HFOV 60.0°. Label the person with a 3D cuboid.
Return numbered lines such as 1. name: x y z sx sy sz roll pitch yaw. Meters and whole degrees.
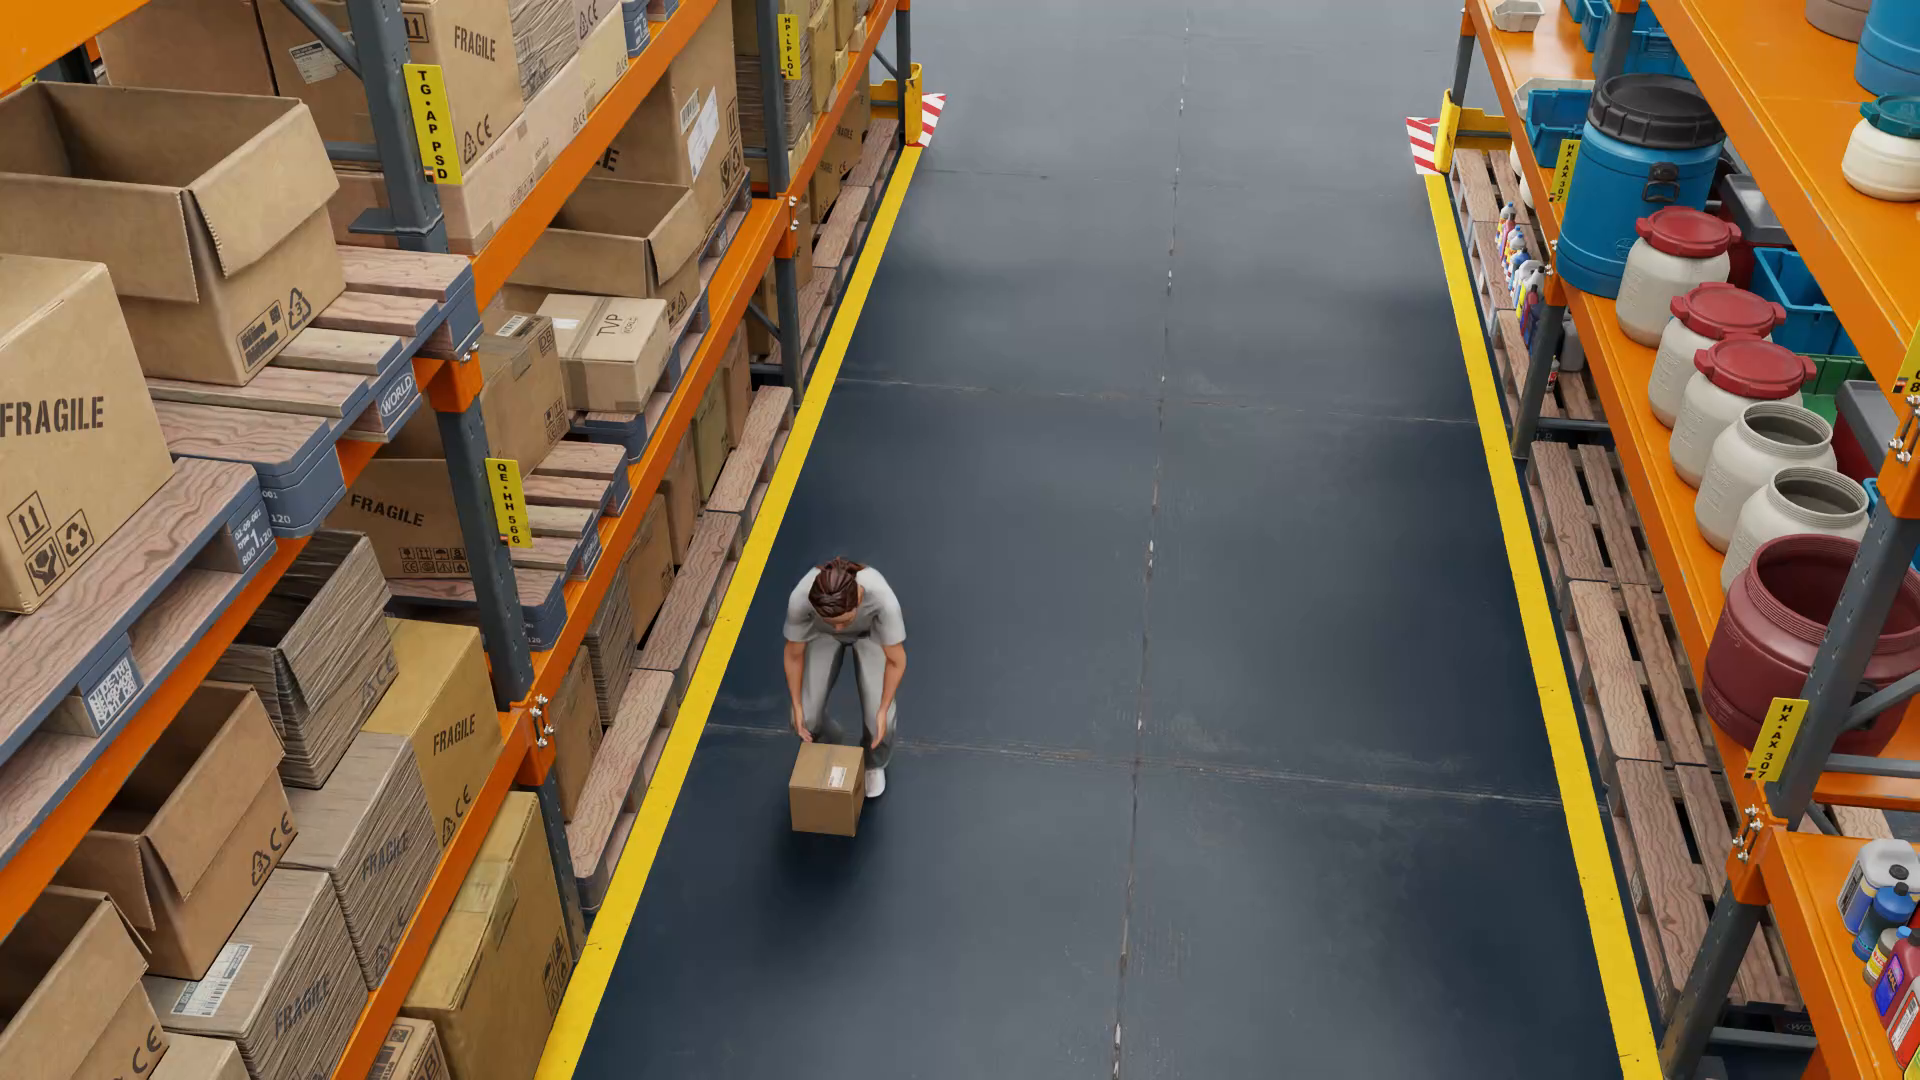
1. person: -0.441 0.497 6.702 0.493 1.278 0.693 4 36 6
